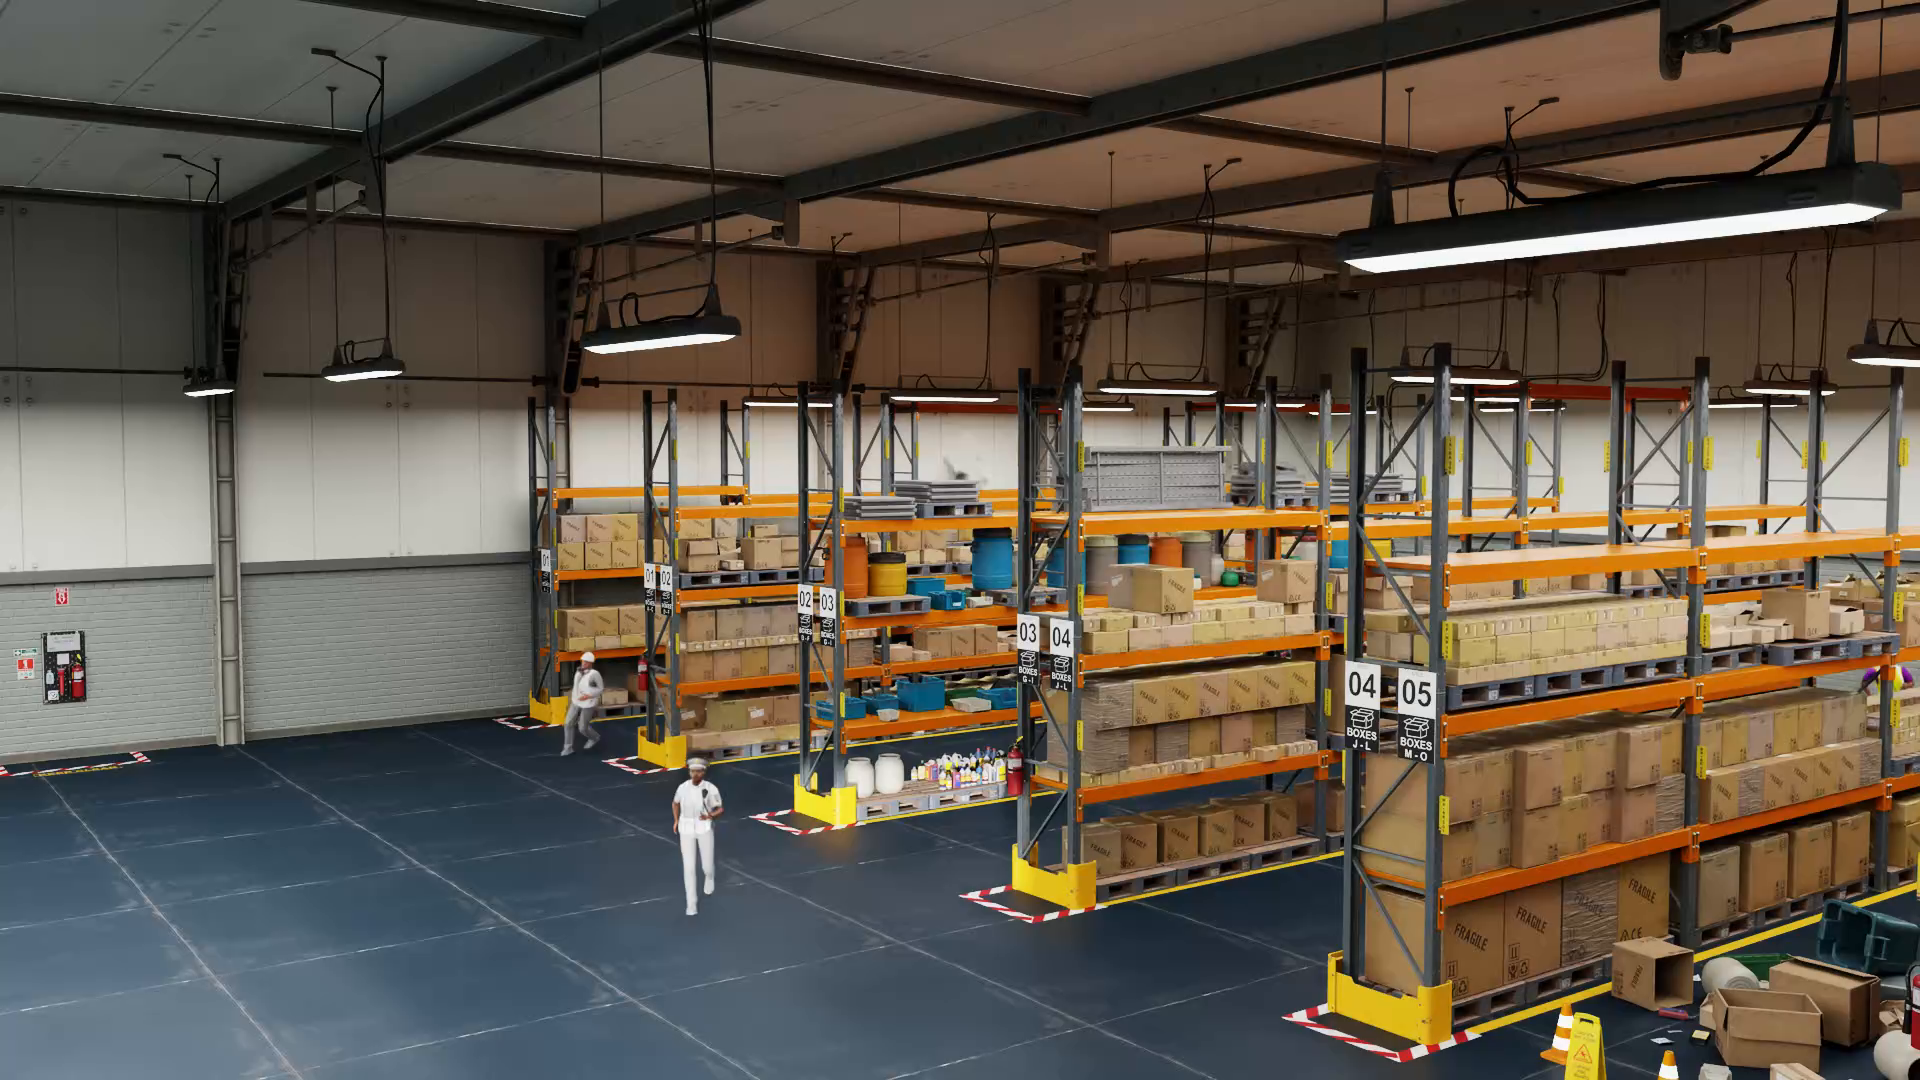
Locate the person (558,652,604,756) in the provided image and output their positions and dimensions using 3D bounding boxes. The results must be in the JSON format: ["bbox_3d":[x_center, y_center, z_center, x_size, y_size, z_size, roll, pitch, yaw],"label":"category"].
[{"bbox_3d":[-6.141,2.710,27.485,0.720,1.757,0.797,2,4,30],"label":"person"}]

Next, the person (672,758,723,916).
[{"bbox_3d":[-2.912,3.229,18.416,0.587,1.670,0.871,0,3,-2],"label":"person"}]

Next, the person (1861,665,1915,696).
[{"bbox_3d":[15.387,2.687,27.376,0.687,1.715,0.867,0,3,-1],"label":"person"}]
